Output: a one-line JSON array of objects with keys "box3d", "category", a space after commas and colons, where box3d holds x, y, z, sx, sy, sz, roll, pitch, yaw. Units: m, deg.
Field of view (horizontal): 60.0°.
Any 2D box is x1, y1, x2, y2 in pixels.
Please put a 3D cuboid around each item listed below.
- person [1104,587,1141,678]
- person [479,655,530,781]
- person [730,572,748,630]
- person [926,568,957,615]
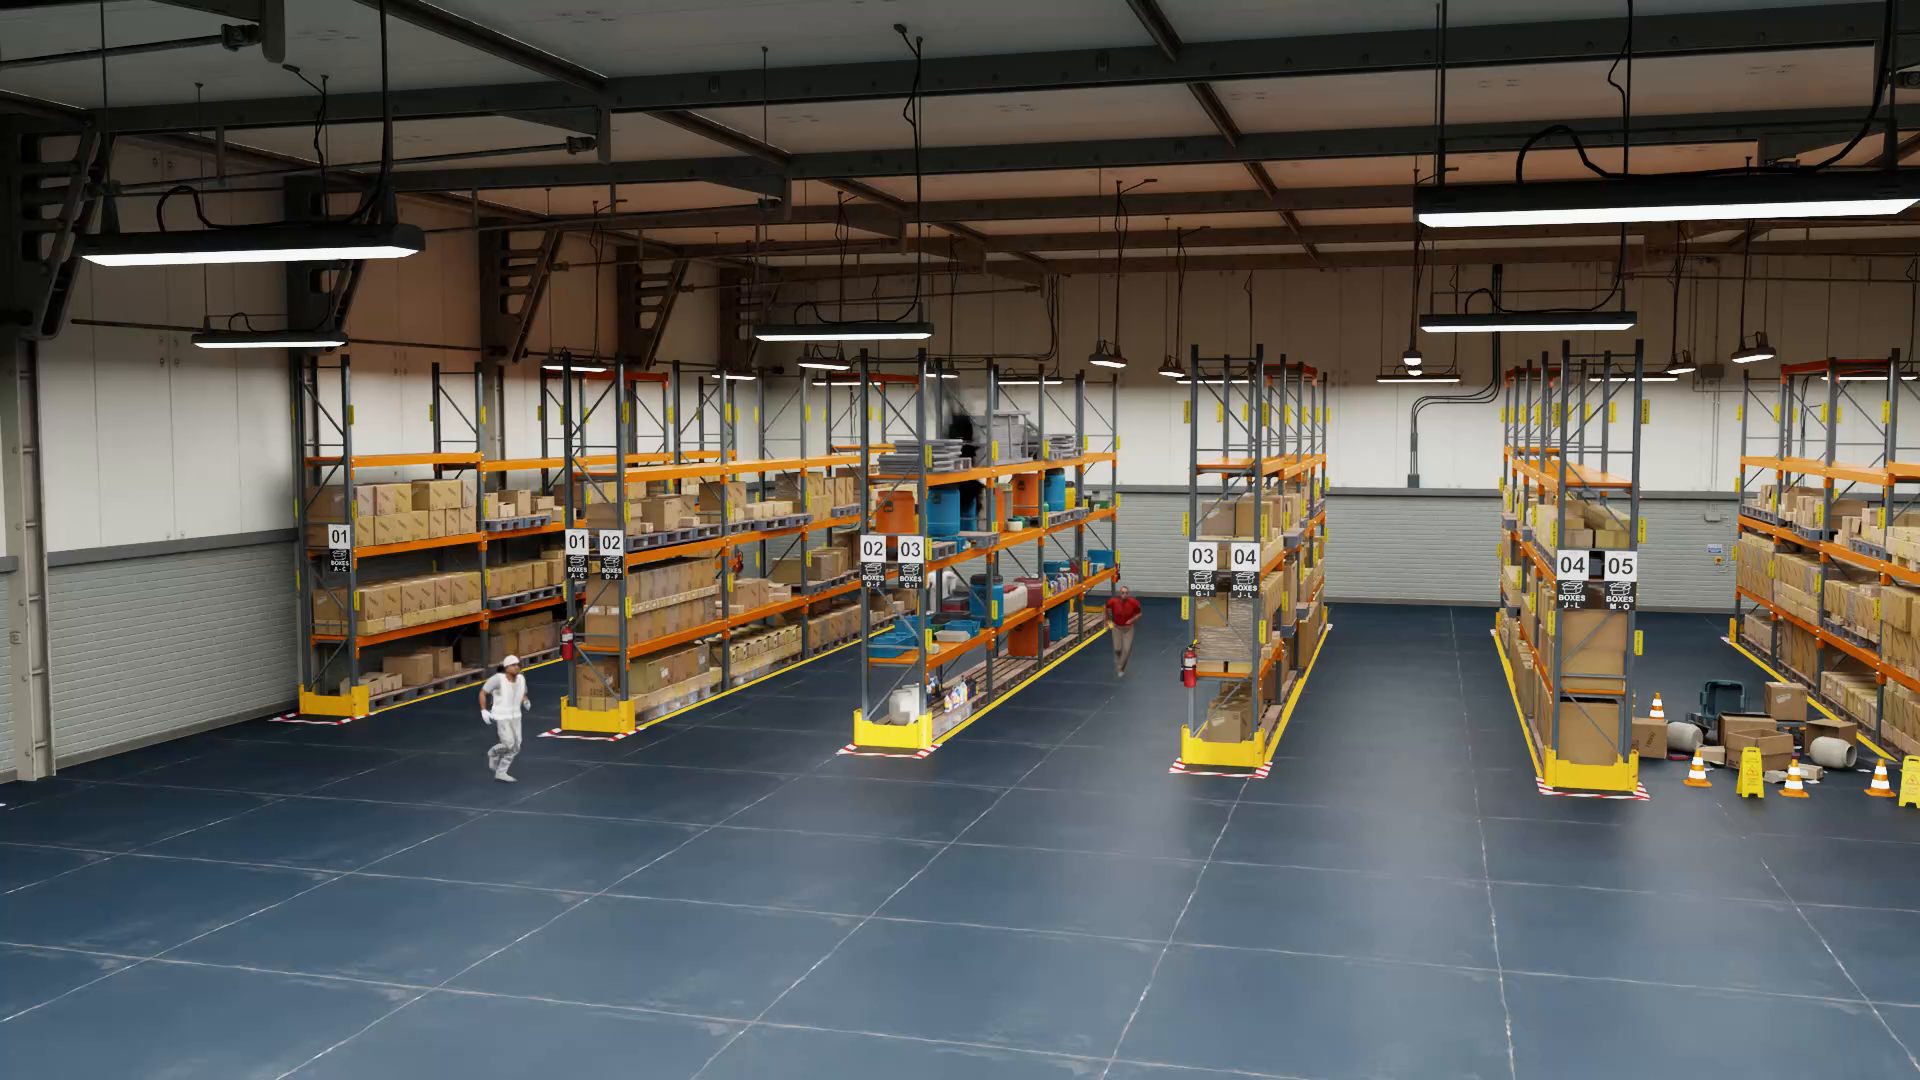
[{"box3d": [2.931, 1.654, 29.949, 0.652, 1.665, 0.746, 0, 4, -2], "category": "person"}, {"box3d": [-6.168, 2.437, 22.725, 0.636, 1.727, 0.679, 3, 5, 38], "category": "person"}, {"box3d": [-4.865, 1.538, 36.273, 0.592, 1.533, 0.762, 1, 4, 12], "category": "person"}, {"box3d": [-0.451, 1.363, 36.968, 0.694, 1.758, 1.004, 1, 4, 12], "category": "person"}]
